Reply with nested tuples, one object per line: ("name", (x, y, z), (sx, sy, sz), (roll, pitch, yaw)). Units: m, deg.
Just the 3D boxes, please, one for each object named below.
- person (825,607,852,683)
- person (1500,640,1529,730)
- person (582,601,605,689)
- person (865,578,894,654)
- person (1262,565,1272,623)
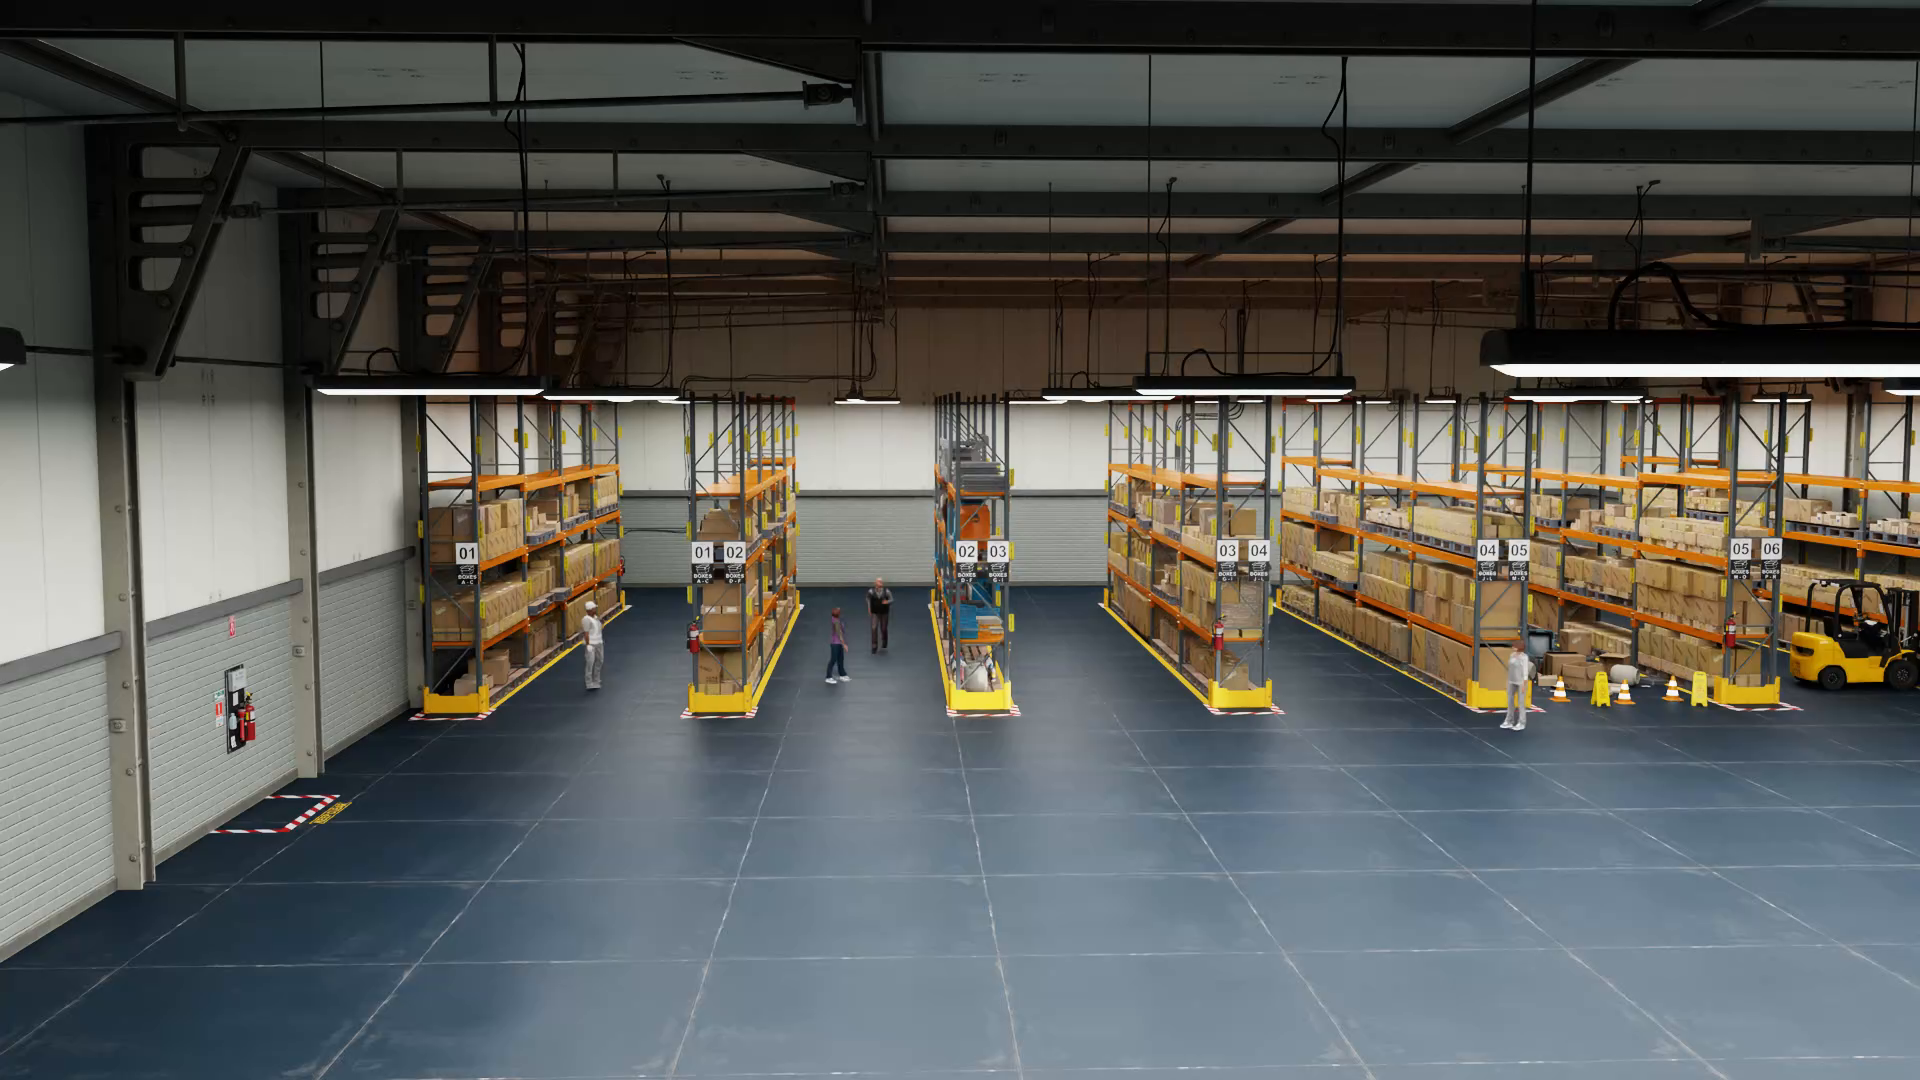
("person", (-2.515, 2.162, 34.410), (0.539, 1.600, 0.555), (0, 5, 0))
("person", (9.843, 2.552, 29.468), (0.376, 1.600, 0.476), (-3, 6, -35))
("person", (-7.455, 2.149, 33.813), (0.433, 1.826, 0.627), (2, 5, 26))
("person", (-1.887, 1.761, 38.867), (0.695, 1.760, 0.829), (0, 5, 4))
("person", (8.041, 1.365, 43.869), (0.383, 1.683, 0.454), (0, 5, 1))
